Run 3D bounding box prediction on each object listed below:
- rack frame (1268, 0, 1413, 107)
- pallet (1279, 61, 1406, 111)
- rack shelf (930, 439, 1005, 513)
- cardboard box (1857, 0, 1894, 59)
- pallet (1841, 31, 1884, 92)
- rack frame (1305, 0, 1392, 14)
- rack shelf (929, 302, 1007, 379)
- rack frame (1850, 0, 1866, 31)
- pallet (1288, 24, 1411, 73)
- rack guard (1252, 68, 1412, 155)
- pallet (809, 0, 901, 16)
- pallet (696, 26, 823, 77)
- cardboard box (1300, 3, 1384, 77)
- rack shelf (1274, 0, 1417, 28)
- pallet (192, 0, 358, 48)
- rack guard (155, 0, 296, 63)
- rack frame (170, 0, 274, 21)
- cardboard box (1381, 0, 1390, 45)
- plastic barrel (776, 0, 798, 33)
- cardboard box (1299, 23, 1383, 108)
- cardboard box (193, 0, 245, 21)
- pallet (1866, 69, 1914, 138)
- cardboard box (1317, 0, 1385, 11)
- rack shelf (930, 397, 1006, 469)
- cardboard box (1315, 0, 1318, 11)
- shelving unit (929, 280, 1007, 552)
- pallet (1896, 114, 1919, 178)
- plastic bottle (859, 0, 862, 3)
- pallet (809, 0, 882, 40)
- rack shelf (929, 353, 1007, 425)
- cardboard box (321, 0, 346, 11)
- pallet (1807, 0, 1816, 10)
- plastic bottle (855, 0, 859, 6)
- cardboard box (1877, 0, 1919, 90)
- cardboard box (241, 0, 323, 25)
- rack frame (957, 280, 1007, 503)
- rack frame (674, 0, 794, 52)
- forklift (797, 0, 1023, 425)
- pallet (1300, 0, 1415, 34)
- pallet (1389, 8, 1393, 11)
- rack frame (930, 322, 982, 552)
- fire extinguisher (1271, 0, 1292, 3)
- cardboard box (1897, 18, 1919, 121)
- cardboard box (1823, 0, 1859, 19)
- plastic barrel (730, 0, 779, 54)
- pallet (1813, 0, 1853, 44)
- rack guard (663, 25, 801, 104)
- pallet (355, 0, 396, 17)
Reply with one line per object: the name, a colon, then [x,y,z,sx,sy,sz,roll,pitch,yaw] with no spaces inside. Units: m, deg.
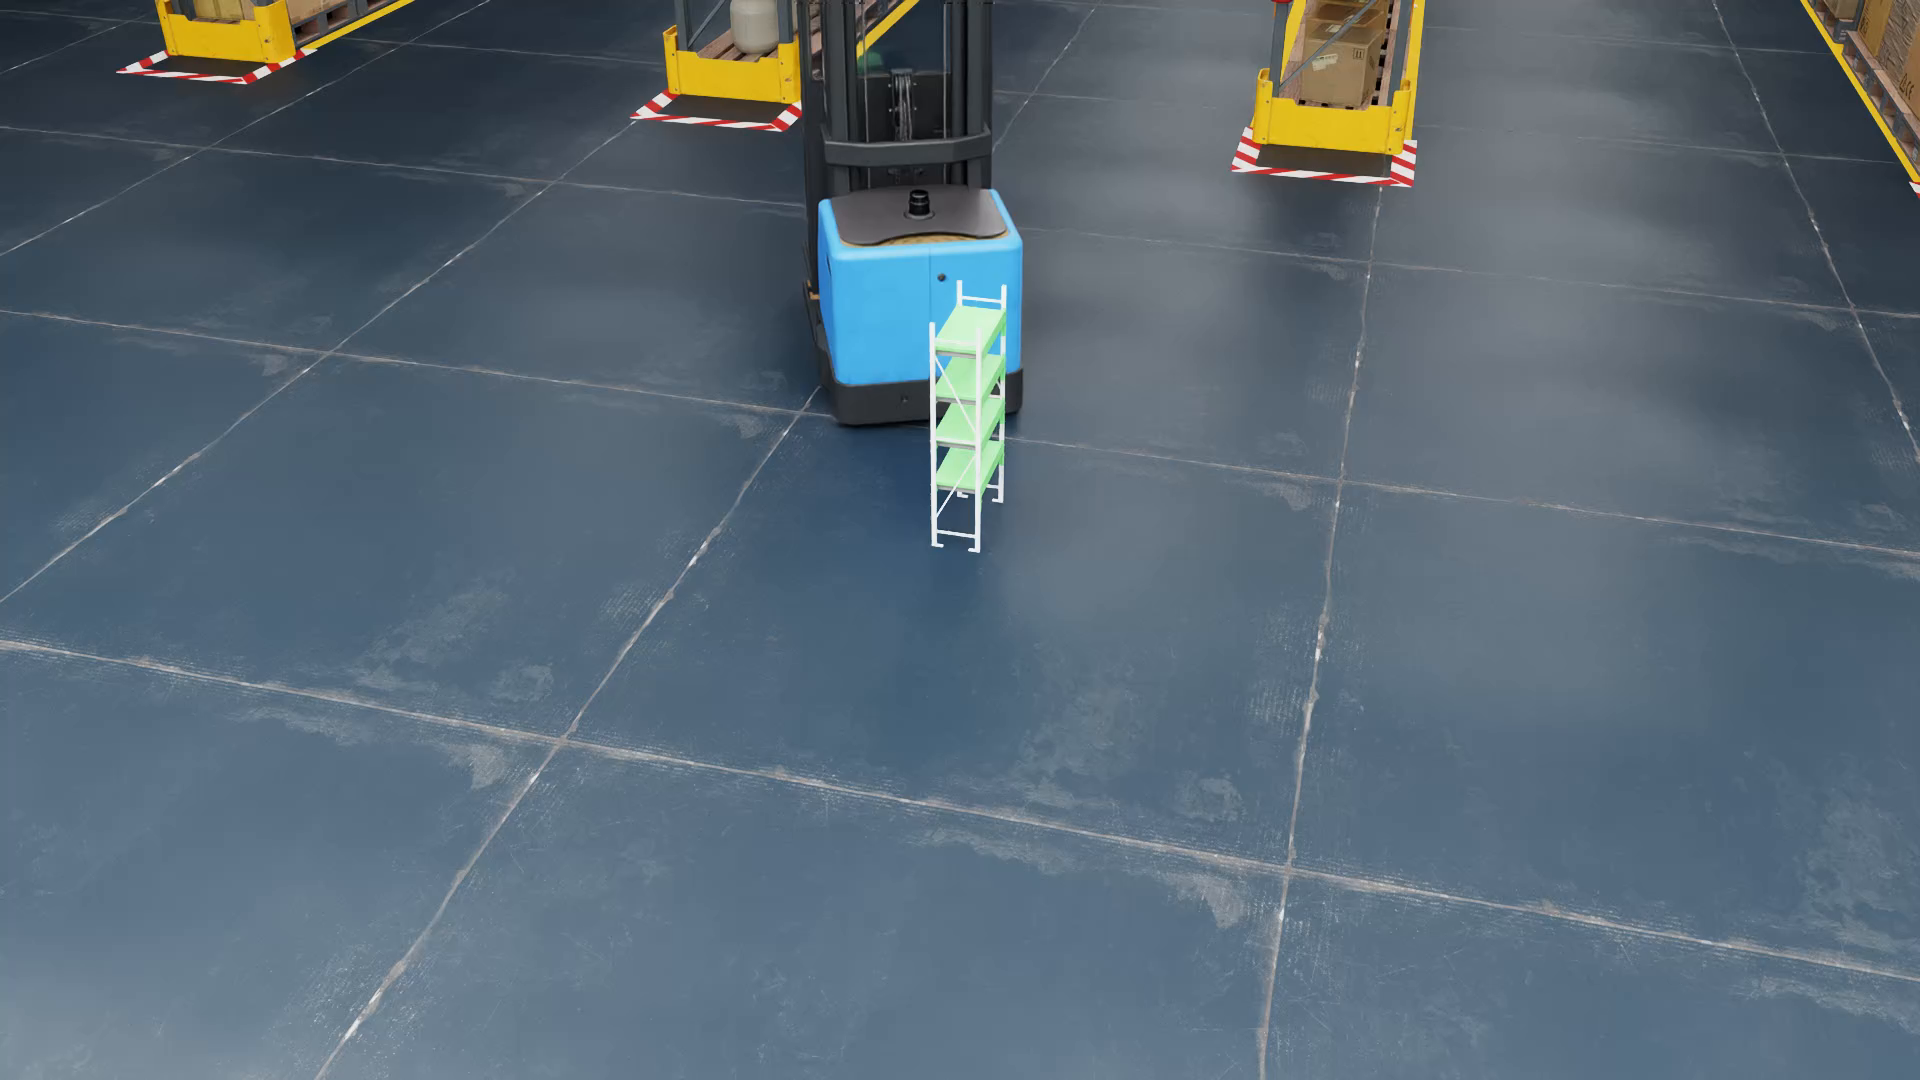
rack frame: [2.903,-4.393,12.364,1.000,3.000,0.127,8,33,12]
pallet: [3.163,-3.672,13.830,1.003,0.211,1.213,8,33,12]
rack shelf: [0.042,-0.336,8.226,0.258,0.148,0.480,8,33,12]
cardboard box: [8.463,-4.705,14.444,0.875,0.875,0.875,9,33,13]
pallet: [8.422,-4.180,14.629,1.003,0.211,1.213,8,33,12]
rack frame: [3.918,-6.469,15.629,1.000,3.000,0.127,8,33,12]
rack shelf: [0.042,-0.943,7.840,0.258,0.148,0.480,8,33,12]
rack frame: [8.690,-5.741,14.485,1.000,3.000,0.127,8,33,12]
pallet: [3.474,-4.304,14.823,1.003,0.211,1.213,8,33,12]
rack guard: [2.922,-3.378,13.097,1.175,0.500,0.348,8,33,12]
pallet: [-1.083,-5.623,16.899,1.003,0.211,1.213,8,33,12]
pallet: [-1.703,-4.357,14.907,1.003,0.211,1.213,8,33,12]
cardboard box: [3.196,-4.152,13.924,0.500,0.500,0.500,17,36,25]
rack shelf: [3.411,-5.127,14.190,1.077,0.370,4.000,8,33,12]
pallet: [-6.524,-4.969,15.870,1.003,0.211,1.213,8,33,12]
rack guard: [-6.684,-4.676,15.140,1.175,0.500,0.348,8,33,12]
rack frame: [-6.678,-5.744,14.489,1.000,3.000,0.127,8,33,12]
cardboard box: [3.558,-4.758,14.877,0.500,0.500,0.500,5,33,8]
plastic barrel: [-1.667,-4.807,14.943,0.421,0.512,0.421,0,32,0]
cardboard box: [3.078,-3.837,13.428,0.500,0.500,0.500,14,35,21]
cardboard box: [-6.828,-5.079,15.615,0.500,0.250,0.500,8,33,12]
pallet: [8.114,-3.545,13.630,1.003,0.211,1.213,8,33,12]
cardboard box: [3.374,-4.474,14.431,0.500,0.500,0.500,11,34,17]
rack shelf: [0.042,-0.538,8.098,0.258,0.148,0.480,8,33,12]
cardboard box: [3.640,-5.091,15.400,0.500,0.500,0.500,19,37,27]
shelving unit: [0.042,-0.592,8.063,0.258,1.200,0.503,8,33,12]
pallet: [7.802,-2.914,12.637,1.003,0.211,1.213,8,33,12]
plastic bottle: [-0.989,-5.252,15.913,0.097,0.201,0.097,0,32,0]
pallet: [-1.391,-4.988,15.900,1.003,0.211,1.213,8,33,12]
rack shelf: [0.042,-0.741,7.969,0.258,0.148,0.480,8,33,12]
cardboard box: [-6.203,-5.268,15.913,0.500,0.250,0.500,8,33,12]
pallet: [9.121,-5.610,16.878,1.003,0.211,1.213,8,33,12]
plastic bottle: [-1.014,-5.230,15.814,0.097,0.271,0.097,0,32,0]
cardboard box: [8.238,-4.236,13.707,0.875,0.875,0.875,8,33,13]
cardboard box: [-6.327,-5.009,15.504,0.500,0.250,0.500,8,33,12]
rack frame: [0.104,-0.719,8.262,0.240,1.200,0.015,8,33,12]
rack frame: [-1.888,-5.067,13.425,1.000,3.000,0.127,8,33,12]
forklift: [-0.398,-2.645,9.679,1.130,2.935,3.031,-5,33,-8]
pallet: [3.782,-4.939,15.822,1.003,0.211,1.213,8,33,12]
pallet: [4.114,-5.696,17.013,1.003,0.211,1.213,8,33,12]
rack frame: [-0.020,-0.466,7.864,0.240,1.200,0.015,8,33,12]
fire extinguisher: [2.428,-4.364,12.390,0.296,0.674,0.183,8,33,12]
cardboard box: [8.005,-3.764,12.963,0.875,0.875,0.875,8,33,12]
cardboard box: [8.761,-5.303,15.502,1.050,0.750,0.750,8,33,12]
plastic barrel: [-1.795,-4.547,14.533,0.421,0.512,0.421,0,32,0]
pallet: [8.813,-4.975,15.879,1.003,0.211,1.213,8,33,12]
rack guard: [-1.914,-4.058,14.168,1.175,0.500,0.348,8,33,12]
pallet: [-6.213,-5.601,16.863,1.003,0.211,1.213,8,33,12]
